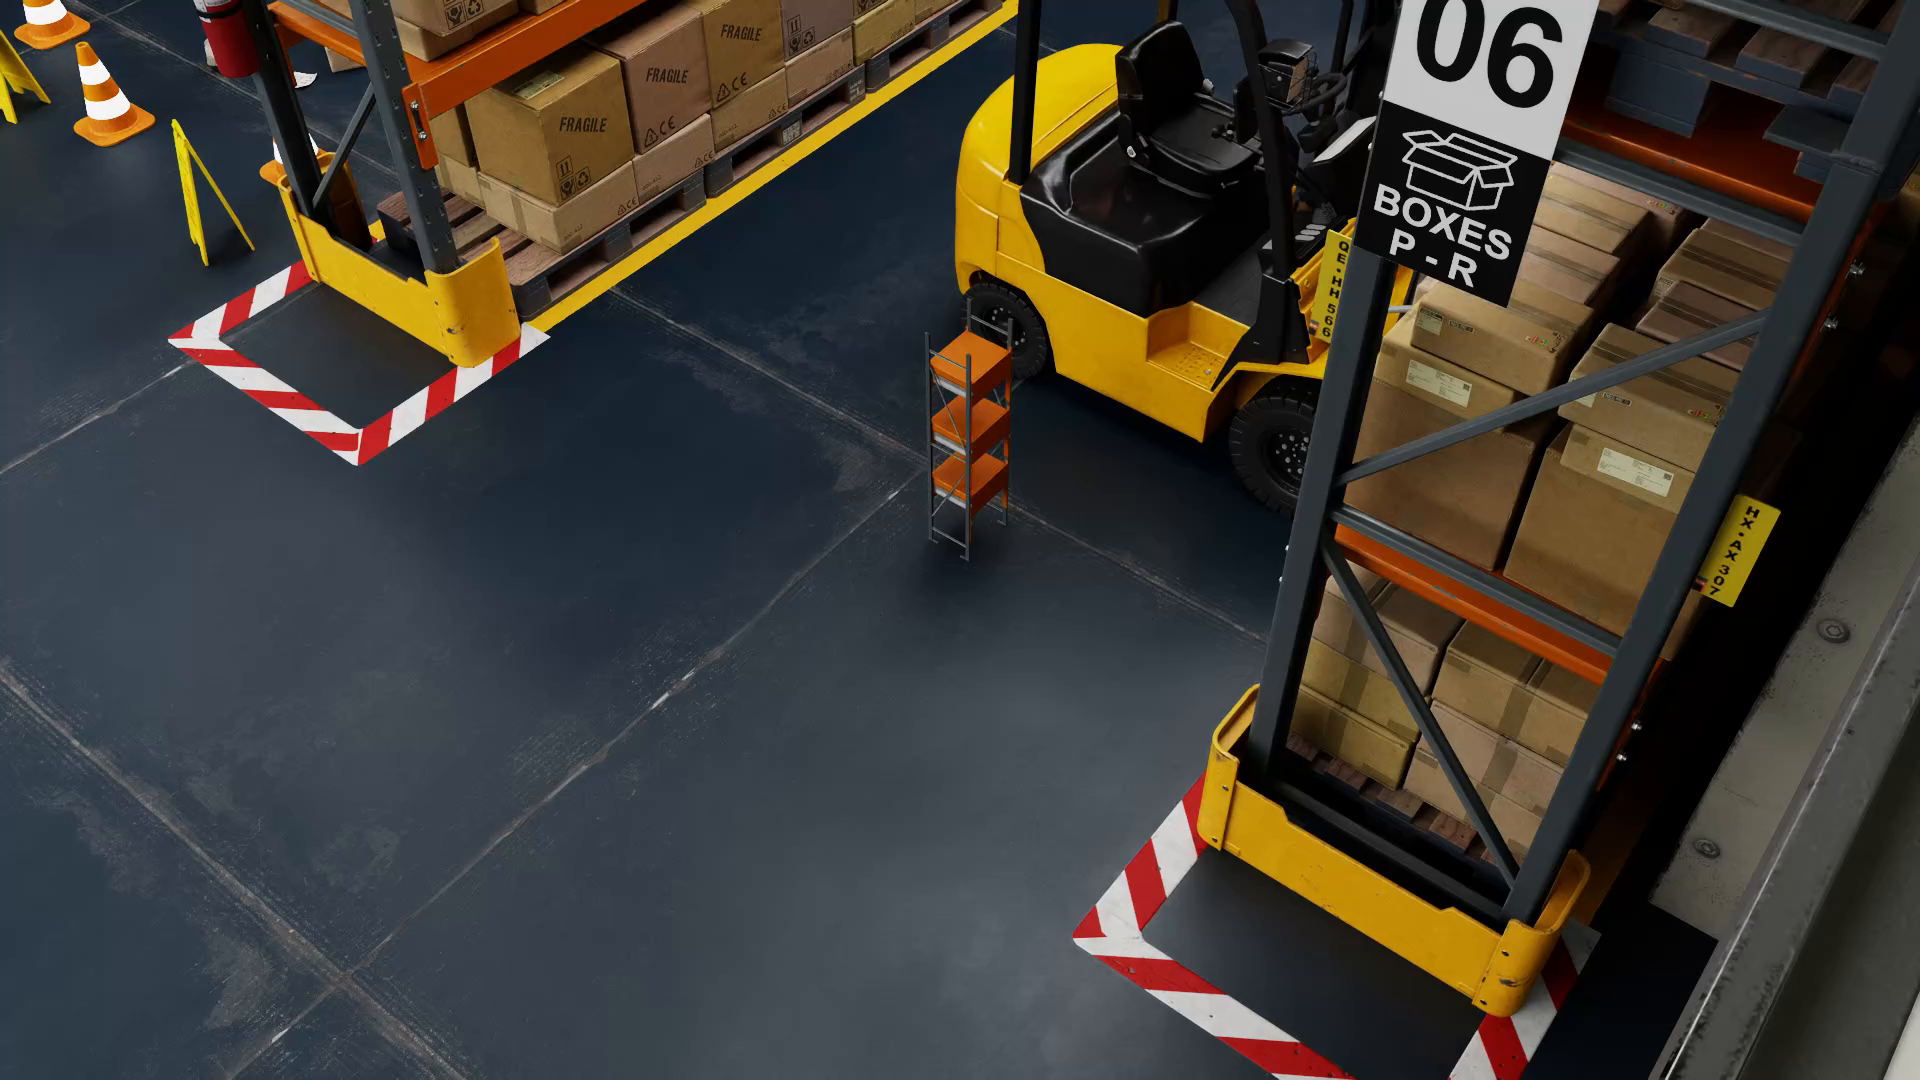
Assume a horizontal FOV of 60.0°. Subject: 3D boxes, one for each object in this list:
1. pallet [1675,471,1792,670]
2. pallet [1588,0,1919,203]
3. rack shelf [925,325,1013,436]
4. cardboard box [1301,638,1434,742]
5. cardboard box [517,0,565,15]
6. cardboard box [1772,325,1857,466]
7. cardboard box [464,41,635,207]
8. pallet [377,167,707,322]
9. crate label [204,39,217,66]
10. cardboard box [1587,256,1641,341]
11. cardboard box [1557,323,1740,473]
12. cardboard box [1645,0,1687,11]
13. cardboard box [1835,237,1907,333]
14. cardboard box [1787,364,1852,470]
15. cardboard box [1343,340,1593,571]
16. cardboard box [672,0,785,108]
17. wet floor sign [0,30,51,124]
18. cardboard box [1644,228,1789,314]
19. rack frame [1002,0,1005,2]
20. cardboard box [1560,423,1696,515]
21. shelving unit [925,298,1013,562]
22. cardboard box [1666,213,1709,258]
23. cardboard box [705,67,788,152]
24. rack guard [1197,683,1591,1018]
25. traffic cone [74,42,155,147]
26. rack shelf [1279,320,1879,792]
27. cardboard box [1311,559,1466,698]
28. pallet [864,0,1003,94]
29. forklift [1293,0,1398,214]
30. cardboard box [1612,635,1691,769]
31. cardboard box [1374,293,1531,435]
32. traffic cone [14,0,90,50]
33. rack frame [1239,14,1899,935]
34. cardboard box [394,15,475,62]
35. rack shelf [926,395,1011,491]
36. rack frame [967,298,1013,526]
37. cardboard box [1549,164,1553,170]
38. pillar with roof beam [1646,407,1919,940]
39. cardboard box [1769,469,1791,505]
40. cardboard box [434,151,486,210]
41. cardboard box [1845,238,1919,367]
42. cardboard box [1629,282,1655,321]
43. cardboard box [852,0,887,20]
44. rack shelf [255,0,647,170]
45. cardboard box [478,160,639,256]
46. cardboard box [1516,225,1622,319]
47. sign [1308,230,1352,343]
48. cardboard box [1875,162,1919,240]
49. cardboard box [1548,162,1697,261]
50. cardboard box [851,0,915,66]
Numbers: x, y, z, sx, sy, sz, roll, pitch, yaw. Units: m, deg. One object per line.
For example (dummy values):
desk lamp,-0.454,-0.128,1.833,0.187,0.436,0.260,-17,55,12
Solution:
pallet,2.544,-0.085,6.548,1.003,0.211,1.213,29,53,25
pallet,1.816,-1.296,3.763,1.003,0.211,1.213,29,53,25
rack shelf,0.033,-0.582,6.065,0.215,0.259,0.240,29,53,25
cardboard box,1.414,0.318,5.500,0.500,0.250,0.500,29,53,25
cardboard box,-1.826,-2.372,6.978,0.380,0.149,0.250,28,52,24
cardboard box,2.187,-0.400,4.852,0.500,0.500,0.500,31,54,26
cardboard box,-1.841,-1.897,7.443,0.500,0.500,0.500,28,52,24
pallet,-1.996,-1.619,8.013,1.003,0.211,1.213,29,53,25
crate label,-3.979,-2.690,9.088,0.250,0.136,0.298,6,47,5
cardboard box,1.694,-0.759,4.746,0.380,0.149,0.250,30,53,26
cardboard box,1.738,-0.356,4.155,0.380,0.149,0.250,28,53,24
cardboard box,1.441,-1.508,3.476,0.500,0.500,0.500,31,54,26
cardboard box,2.457,-0.784,4.770,0.380,0.149,0.250,30,53,25
cardboard box,3.061,-0.594,6.372,0.500,0.250,0.500,29,53,25
cardboard box,1.457,-0.329,4.784,0.500,0.500,0.500,28,52,24
cardboard box,-1.211,-2.481,8.001,0.500,0.500,0.500,30,53,26
wet floor sign,-4.996,-2.515,8.569,0.267,0.644,0.232,21,50,19
cardboard box,2.075,-0.648,4.434,0.380,0.149,0.250,30,53,26
rack frame,-0.121,-4.378,8.721,1.000,3.000,0.127,29,53,25
cardboard box,1.776,-0.235,4.245,0.380,0.149,0.250,28,52,24
shelving unit,0.033,-0.393,6.263,0.215,1.050,0.252,29,53,25
cardboard box,2.094,-0.915,5.344,0.500,0.500,0.500,28,53,24
cardboard box,-1.213,-2.230,8.280,0.500,0.250,0.500,33,54,27
rack guard,1.349,0.980,5.331,1.175,0.500,0.348,29,53,25
traffic cone,-4.411,-2.326,8.514,0.336,0.463,0.334,29,53,25
rack shelf,2.586,-0.793,5.794,1.077,0.370,4.000,29,53,25
cardboard box,1.398,0.161,5.304,0.500,0.250,0.500,31,54,26
pallet,-0.504,-3.015,9.347,1.003,0.211,1.213,29,53,25
forklift,2.255,-2.551,7.023,1.130,2.935,3.031,22,50,20
cardboard box,2.148,0.436,5.733,0.500,0.250,0.500,30,53,25
cardboard box,1.354,-0.478,4.477,0.380,0.149,0.250,30,53,25
traffic cone,-5.097,-3.020,9.178,0.336,0.463,0.334,29,53,25
rack frame,1.363,0.103,4.440,1.000,3.000,0.127,29,53,25
cardboard box,-2.195,-2.105,6.723,0.380,0.149,0.250,29,53,25
rack shelf,0.033,-0.386,6.270,0.215,0.259,0.240,29,53,25
rack frame,0.107,-0.463,6.329,0.200,1.050,0.008,29,53,25
cardboard box,1.980,-1.069,5.042,0.380,0.149,0.250,28,52,24
pillar with roof beam,-0.904,-3.872,4.089,9.100,9.000,0.400,29,53,25
cardboard box,3.056,-0.437,6.567,0.500,0.250,0.500,29,53,25
cardboard box,-2.271,-1.880,7.945,0.500,0.250,0.500,29,53,25
cardboard box,2.807,-0.975,5.401,0.500,0.500,0.500,30,53,26
cardboard box,2.037,-0.547,4.543,0.380,0.149,0.250,28,53,24
cardboard box,-0.580,-3.083,8.577,0.500,0.500,0.500,30,53,26
rack shelf,-1.344,-2.985,7.888,1.077,0.370,4.000,29,53,25
cardboard box,-1.855,-1.624,7.701,0.500,0.250,0.500,29,53,25
cardboard box,1.542,-0.711,4.495,0.380,0.149,0.250,29,53,25
sign,0.943,-0.627,4.173,0.100,0.325,0.005,29,53,25
cardboard box,2.618,-1.052,4.820,0.380,0.149,0.250,28,52,24
cardboard box,1.892,-0.983,4.754,0.380,0.149,0.250,30,53,25
cardboard box,-0.588,-2.807,8.831,0.500,0.250,0.500,28,52,24
